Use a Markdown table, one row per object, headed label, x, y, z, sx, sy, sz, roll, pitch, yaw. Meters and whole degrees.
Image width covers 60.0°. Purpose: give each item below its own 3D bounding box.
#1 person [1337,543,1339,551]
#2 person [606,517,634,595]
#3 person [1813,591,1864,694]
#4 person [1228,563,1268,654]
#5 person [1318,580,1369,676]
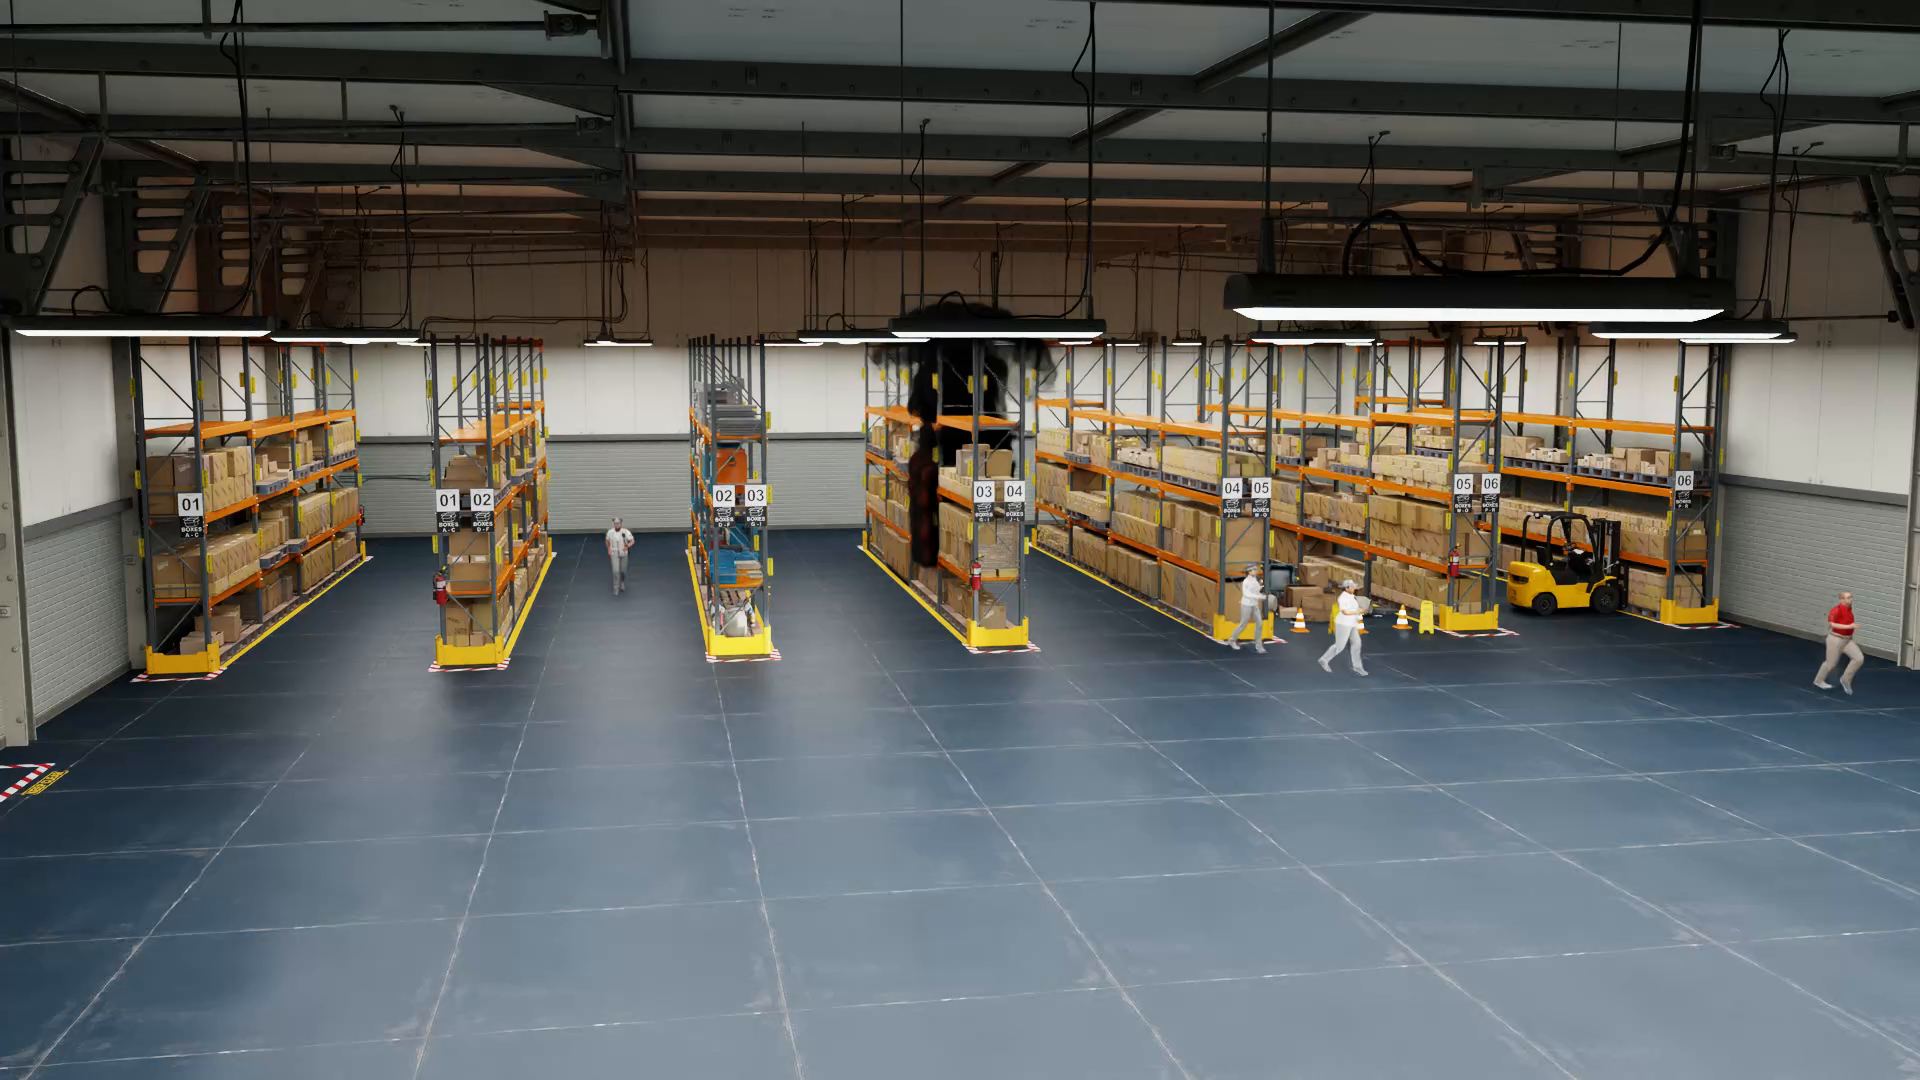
| label | x | y | z | sx | sy | sz | roll | pitch | yaw |
| --- | --- | --- | --- | --- | --- | --- | --- | --- | --- |
| person | 10.363 | -0.391 | 45.904 | 0.656 | 1.745 | 0.615 | -2 | 7 | -19 |
| person | -8.013 | 0.367 | 39.222 | 0.675 | 1.845 | 0.793 | -1 | 7 | -8 |
| person | 14.654 | 1.719 | 27.727 | 0.641 | 1.759 | 0.790 | -4 | 7 | -29 |
| person | 5.458 | 1.286 | 31.453 | 0.775 | 1.746 | 0.622 | 5 | 8 | 37 |
| person | 6.776 | 1.534 | 29.274 | 0.858 | 1.695 | 0.624 | 4 | 7 | 29 |
